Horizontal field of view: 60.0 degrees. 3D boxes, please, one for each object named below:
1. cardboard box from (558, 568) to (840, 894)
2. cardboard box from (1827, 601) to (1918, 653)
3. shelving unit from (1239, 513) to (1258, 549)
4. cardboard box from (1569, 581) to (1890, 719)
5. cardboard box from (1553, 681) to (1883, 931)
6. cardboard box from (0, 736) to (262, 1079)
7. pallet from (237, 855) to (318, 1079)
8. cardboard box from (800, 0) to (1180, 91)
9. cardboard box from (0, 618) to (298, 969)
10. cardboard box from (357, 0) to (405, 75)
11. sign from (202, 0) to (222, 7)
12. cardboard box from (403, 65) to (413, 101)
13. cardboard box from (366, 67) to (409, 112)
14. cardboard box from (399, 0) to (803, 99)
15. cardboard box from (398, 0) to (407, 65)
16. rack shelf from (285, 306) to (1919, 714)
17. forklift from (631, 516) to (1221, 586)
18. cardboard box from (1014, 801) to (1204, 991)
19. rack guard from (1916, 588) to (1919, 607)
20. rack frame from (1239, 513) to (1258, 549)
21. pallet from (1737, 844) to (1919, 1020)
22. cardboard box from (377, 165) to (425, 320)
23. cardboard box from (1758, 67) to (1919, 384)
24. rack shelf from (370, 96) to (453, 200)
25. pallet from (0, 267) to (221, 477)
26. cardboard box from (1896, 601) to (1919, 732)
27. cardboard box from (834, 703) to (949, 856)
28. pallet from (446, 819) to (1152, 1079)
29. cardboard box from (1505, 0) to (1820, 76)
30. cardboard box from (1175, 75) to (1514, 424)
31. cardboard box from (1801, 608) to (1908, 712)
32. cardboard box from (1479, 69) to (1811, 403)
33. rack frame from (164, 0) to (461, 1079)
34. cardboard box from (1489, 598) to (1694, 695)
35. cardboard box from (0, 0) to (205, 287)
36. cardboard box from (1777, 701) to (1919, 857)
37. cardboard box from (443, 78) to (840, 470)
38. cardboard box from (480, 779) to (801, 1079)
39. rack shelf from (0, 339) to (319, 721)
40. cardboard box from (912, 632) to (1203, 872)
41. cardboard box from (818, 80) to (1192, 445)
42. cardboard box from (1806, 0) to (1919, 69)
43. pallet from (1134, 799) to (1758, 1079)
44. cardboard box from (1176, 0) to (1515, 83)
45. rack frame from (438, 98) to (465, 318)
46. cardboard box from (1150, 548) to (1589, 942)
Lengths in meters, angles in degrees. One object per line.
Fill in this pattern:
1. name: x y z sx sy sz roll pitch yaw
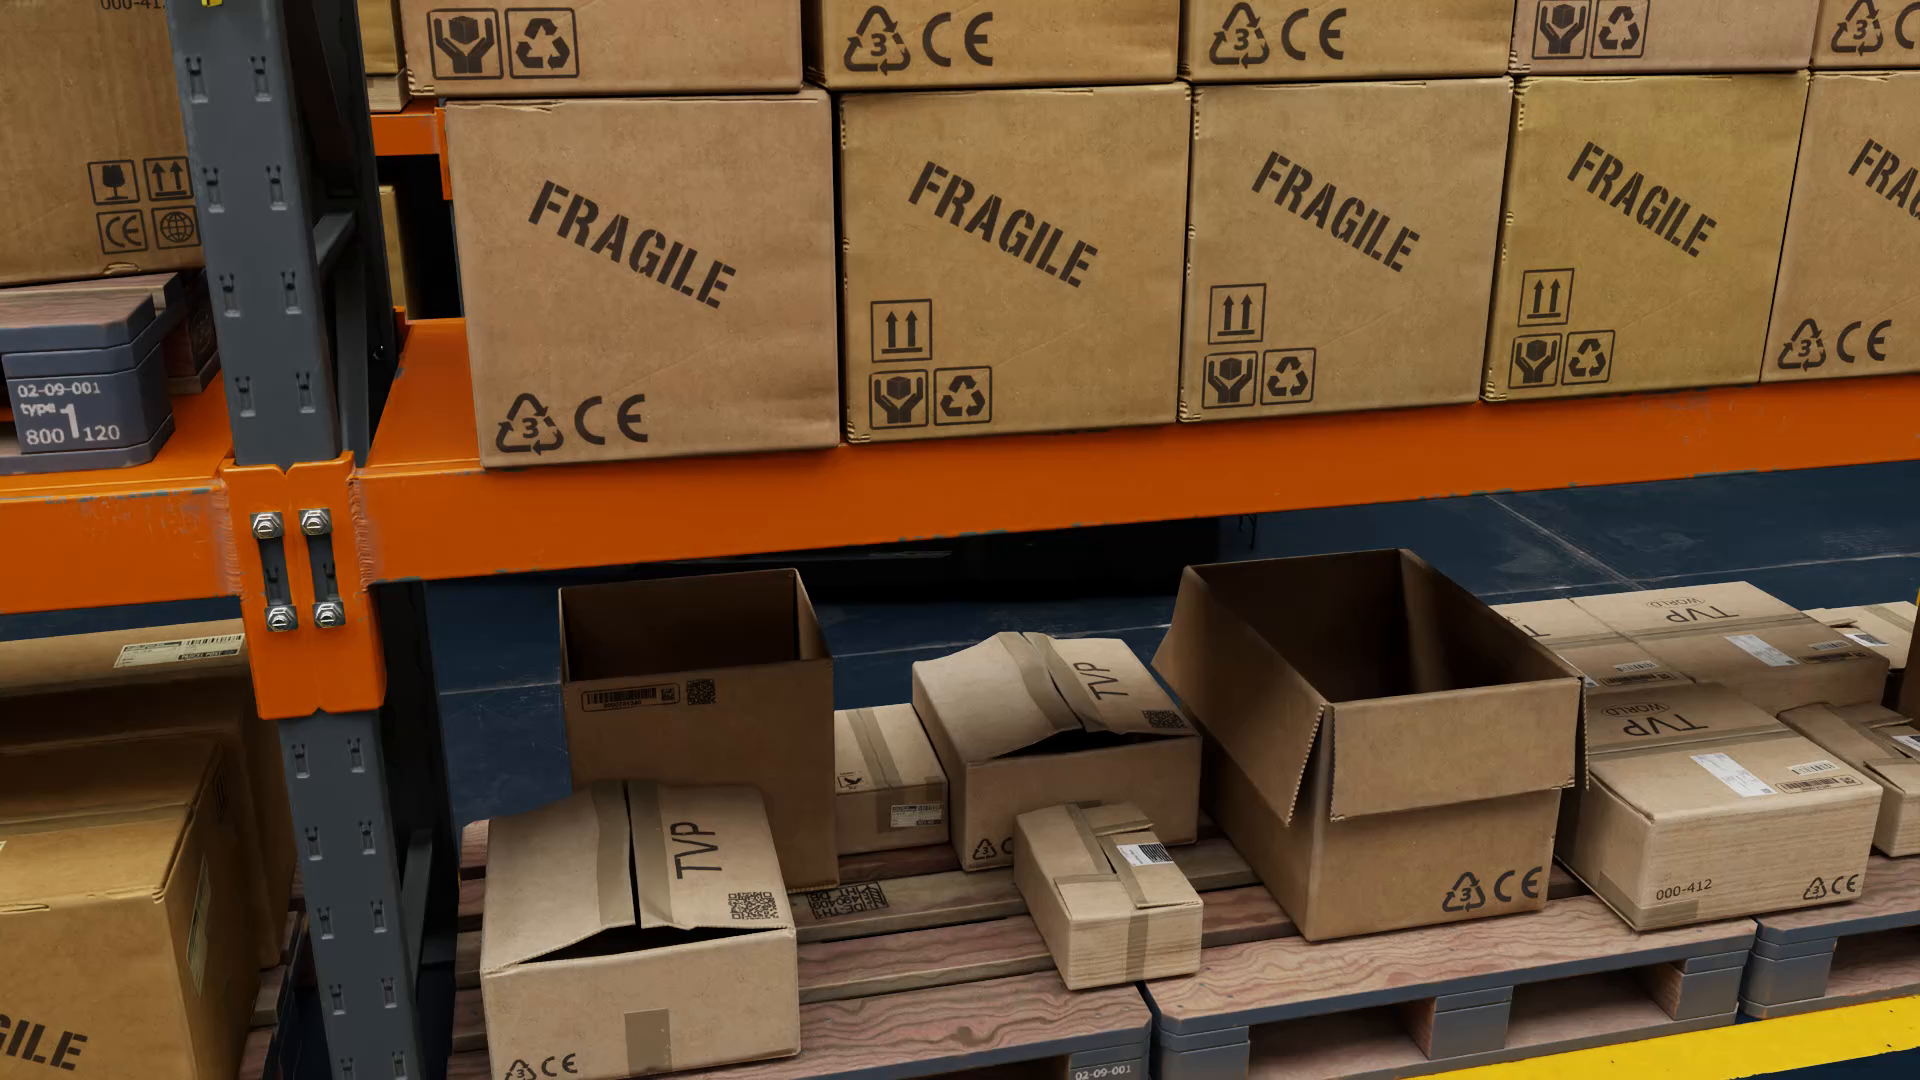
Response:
1. cardboard box: -0.537 0.392 3.377 0.500 0.500 0.500 -5 21 -12
2. cardboard box: 2.380 0.299 4.143 0.250 0.149 0.380 -5 21 -12
3. shelving unit: 0.942 -0.575 5.628 0.189 1.200 0.258 2 20 -2
4. cardboard box: 1.786 0.321 3.936 0.500 0.250 0.500 -5 21 -12
5. cardboard box: 1.463 0.524 3.382 0.500 0.250 0.500 -5 21 -12
6. cardboard box: -1.440 0.667 2.626 0.500 0.500 0.500 -5 21 -13
7. pallet: -1.809 0.952 2.910 1.213 0.211 1.003 -5 21 -12
8. cardboard box: -0.001 -0.935 2.408 0.500 0.500 0.500 -5 21 -14
9. cardboard box: -1.553 0.489 3.113 0.500 0.500 0.500 -6 21 -15
10. cardboard box: -2.561 -2.168 6.764 0.500 0.500 0.500 -5 21 -13
11. sign: -0.895 -0.793 1.935 0.005 0.325 0.100 -5 21 -12
12. cardboard box: -2.541 -2.024 7.315 0.250 0.149 0.380 -5 21 -14
13. cardboard box: -2.433 -1.862 6.874 0.250 0.149 0.380 -4 21 -12
14. cardboard box: -0.503 -0.894 2.296 0.500 0.500 0.500 -4 21 -11
15. cardboard box: -2.675 -2.337 7.225 0.500 0.500 0.500 -5 21 -14
16. rack shelf: 0.920 -0.255 3.196 4.000 0.370 1.077 -5 21 -12
17. forklift: -0.700 -1.352 5.243 3.031 2.935 1.130 -1 20 -4
18. cardboard box: 0.272 0.656 3.141 0.250 0.166 0.380 -5 21 -12
19. rack guard: 2.793 0.428 3.918 0.348 0.500 1.175 -5 21 -12
20. rack frame: 1.034 -0.572 5.632 0.006 1.200 0.240 2 20 -2
21. pallet: 2.017 0.628 3.795 1.213 0.211 1.003 -5 21 -12
22. cardboard box: -2.772 -1.185 7.204 0.750 0.750 0.750 -4 21 -12
23. cardboard box: 1.503 -0.592 2.924 0.500 0.500 0.500 -4 21 -12
24. rack shelf: -4.116 -1.596 6.858 4.000 0.370 1.077 -5 21 -12
25. pallet: -1.829 -0.318 2.601 1.213 0.211 1.003 -5 21 -12
26. cardboard box: 2.394 0.341 3.516 0.500 0.500 0.500 -5 21 -12
27. cardboard box: -0.186 0.508 3.573 0.250 0.149 0.380 -5 21 -12
28. pallet: -0.357 0.821 3.268 1.213 0.211 1.003 -5 21 -12
29. cardboard box: 1.002 -1.017 2.631 0.500 0.500 0.500 -4 20 -11
30. cardboard box: 0.518 -0.511 2.704 0.500 0.500 0.500 -5 21 -13
31. cardboard box: 2.137 0.310 4.086 0.250 0.166 0.380 -5 21 -12
32. cardboard box: 1.012 -0.552 2.815 0.500 0.500 0.500 -5 21 -13
33. rack frame: -1.026 -0.435 2.640 0.127 3.000 1.000 -5 21 -12
34. cardboard box: 1.299 0.360 3.828 0.500 0.250 0.500 -5 21 -12
35. cardboard box: -1.538 -0.716 2.653 0.500 0.500 0.700 -13 24 -31
36. cardboard box: 1.979 0.500 3.569 0.250 0.166 0.380 -5 21 -12
37. cardboard box: -0.467 -0.431 2.484 0.500 0.500 0.500 -4 21 -11
38. cardboard box: -0.568 0.660 2.920 0.500 0.311 0.500 -5 21 -12
39. rack shelf: -2.972 0.061 2.332 4.000 0.370 1.077 -5 21 -12
40. cardboard box: 0.193 0.422 3.572 0.500 0.311 0.500 -5 21 -12
41. cardboard box: 0.030 -0.472 2.598 0.500 0.500 0.500 -4 21 -12
42. cardboard box: 1.502 -1.058 2.742 0.500 0.500 0.500 -4 21 -11
43. pallet: 0.832 0.723 3.535 1.213 0.211 1.003 -5 21 -12
44. cardboard box: 0.500 -0.976 2.518 0.500 0.500 0.500 -5 21 -14
45. rack frame: -2.169 -2.093 7.166 0.127 3.000 1.000 -5 21 -12
46. cardboard box: 0.801 0.380 3.405 0.637 0.503 0.797 -5 21 -12
